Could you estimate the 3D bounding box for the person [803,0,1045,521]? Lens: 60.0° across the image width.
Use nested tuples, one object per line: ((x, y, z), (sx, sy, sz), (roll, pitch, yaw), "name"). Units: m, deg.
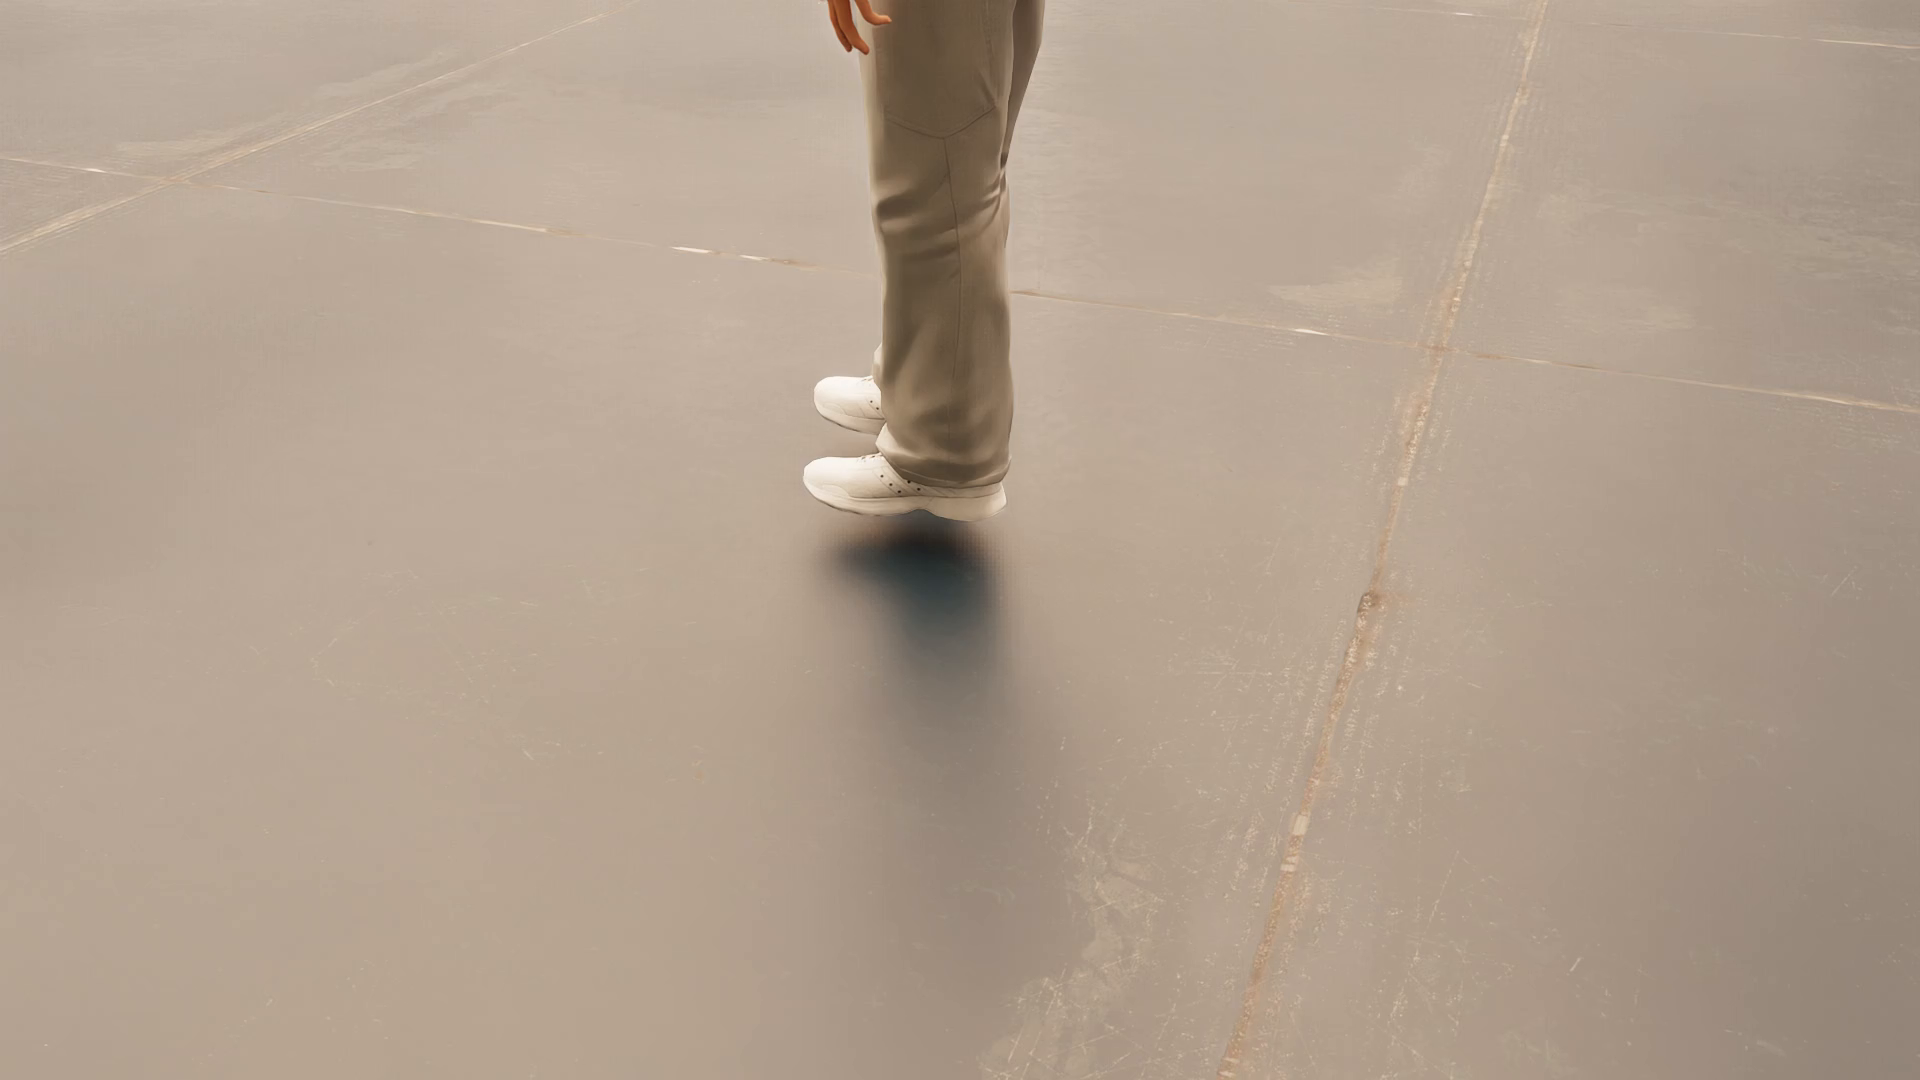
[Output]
((-0.064, -0.790, 2.097), (0.549, 1.675, 0.549), (10, 31, 18), "person")
